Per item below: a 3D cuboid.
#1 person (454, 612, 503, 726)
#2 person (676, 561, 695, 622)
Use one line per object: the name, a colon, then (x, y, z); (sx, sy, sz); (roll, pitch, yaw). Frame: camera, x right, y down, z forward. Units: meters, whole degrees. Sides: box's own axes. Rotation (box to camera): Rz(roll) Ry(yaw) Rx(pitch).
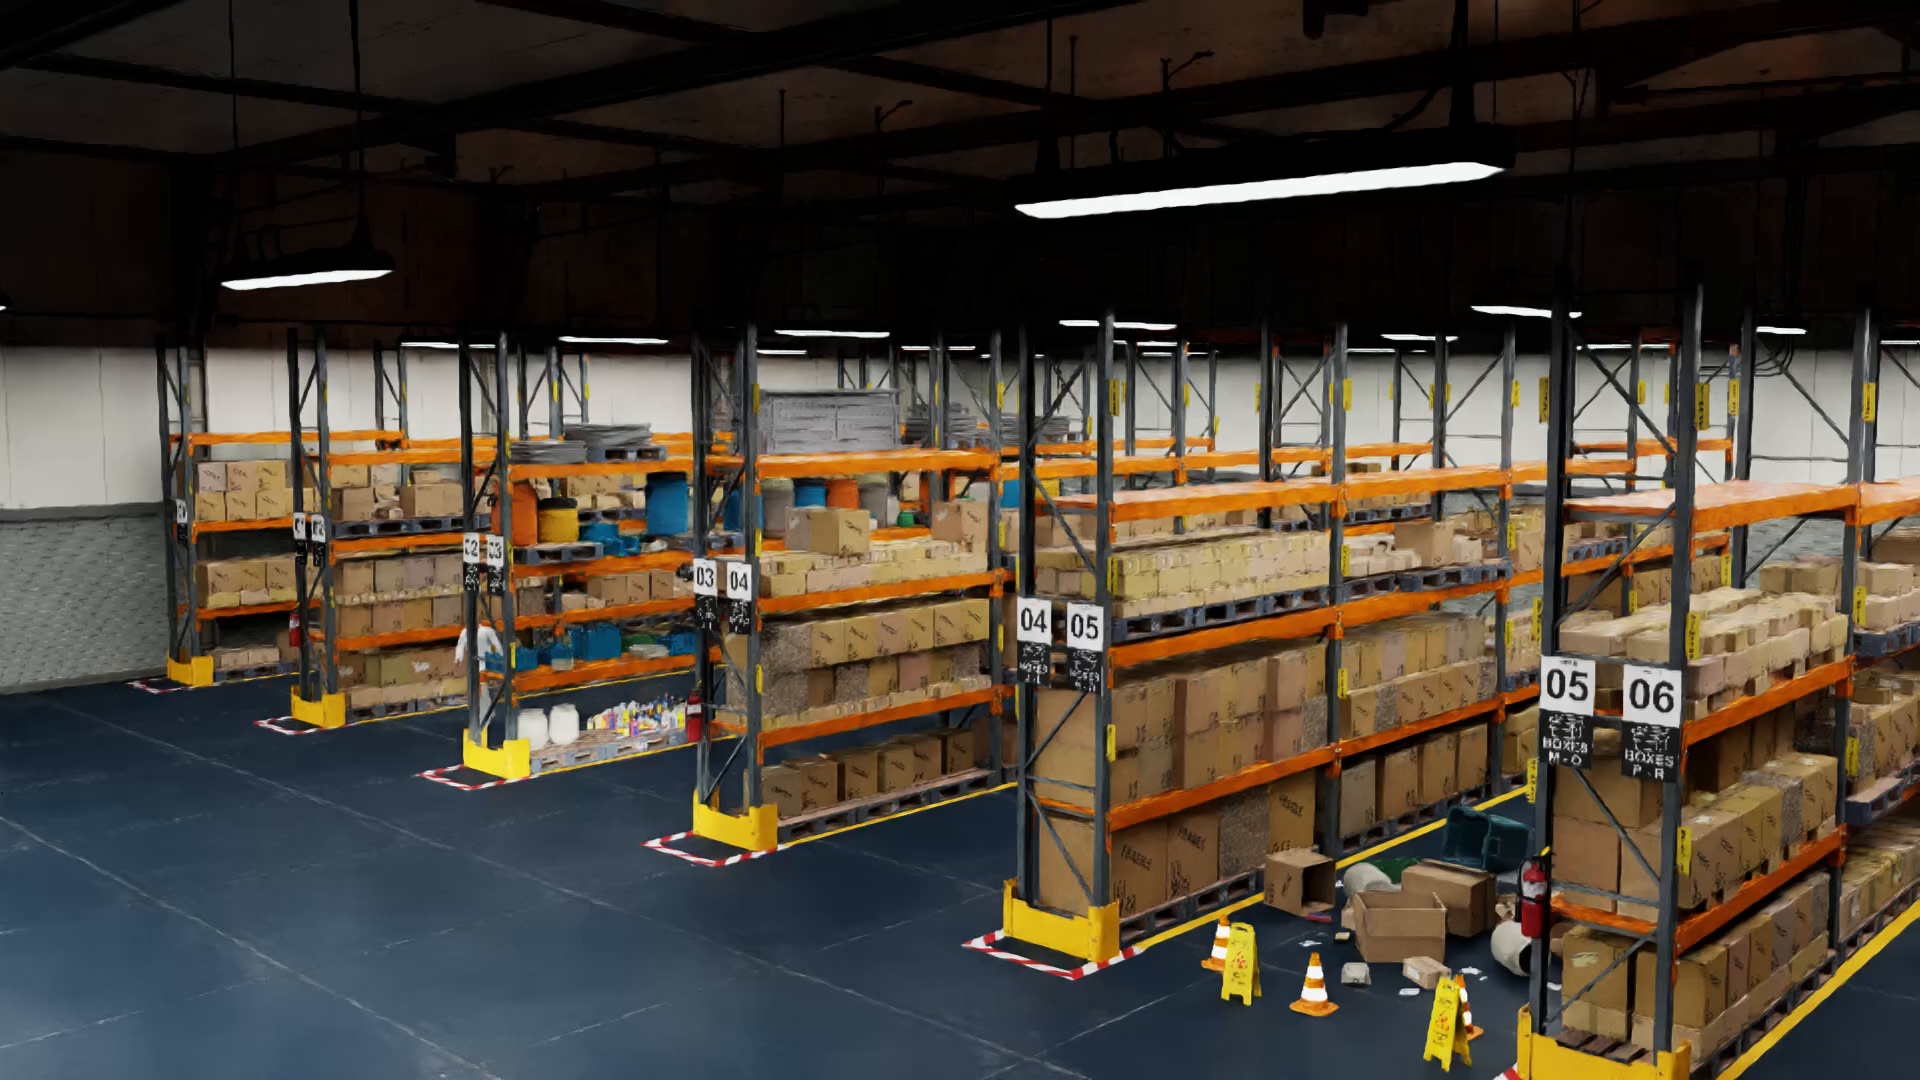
person: (-7.285, 1.927, 25.262); (0.709, 1.723, 0.838); (2, 6, 22)
person: (-5.690, 1.091, 34.462); (0.546, 1.643, 1.105); (5, 7, 41)
